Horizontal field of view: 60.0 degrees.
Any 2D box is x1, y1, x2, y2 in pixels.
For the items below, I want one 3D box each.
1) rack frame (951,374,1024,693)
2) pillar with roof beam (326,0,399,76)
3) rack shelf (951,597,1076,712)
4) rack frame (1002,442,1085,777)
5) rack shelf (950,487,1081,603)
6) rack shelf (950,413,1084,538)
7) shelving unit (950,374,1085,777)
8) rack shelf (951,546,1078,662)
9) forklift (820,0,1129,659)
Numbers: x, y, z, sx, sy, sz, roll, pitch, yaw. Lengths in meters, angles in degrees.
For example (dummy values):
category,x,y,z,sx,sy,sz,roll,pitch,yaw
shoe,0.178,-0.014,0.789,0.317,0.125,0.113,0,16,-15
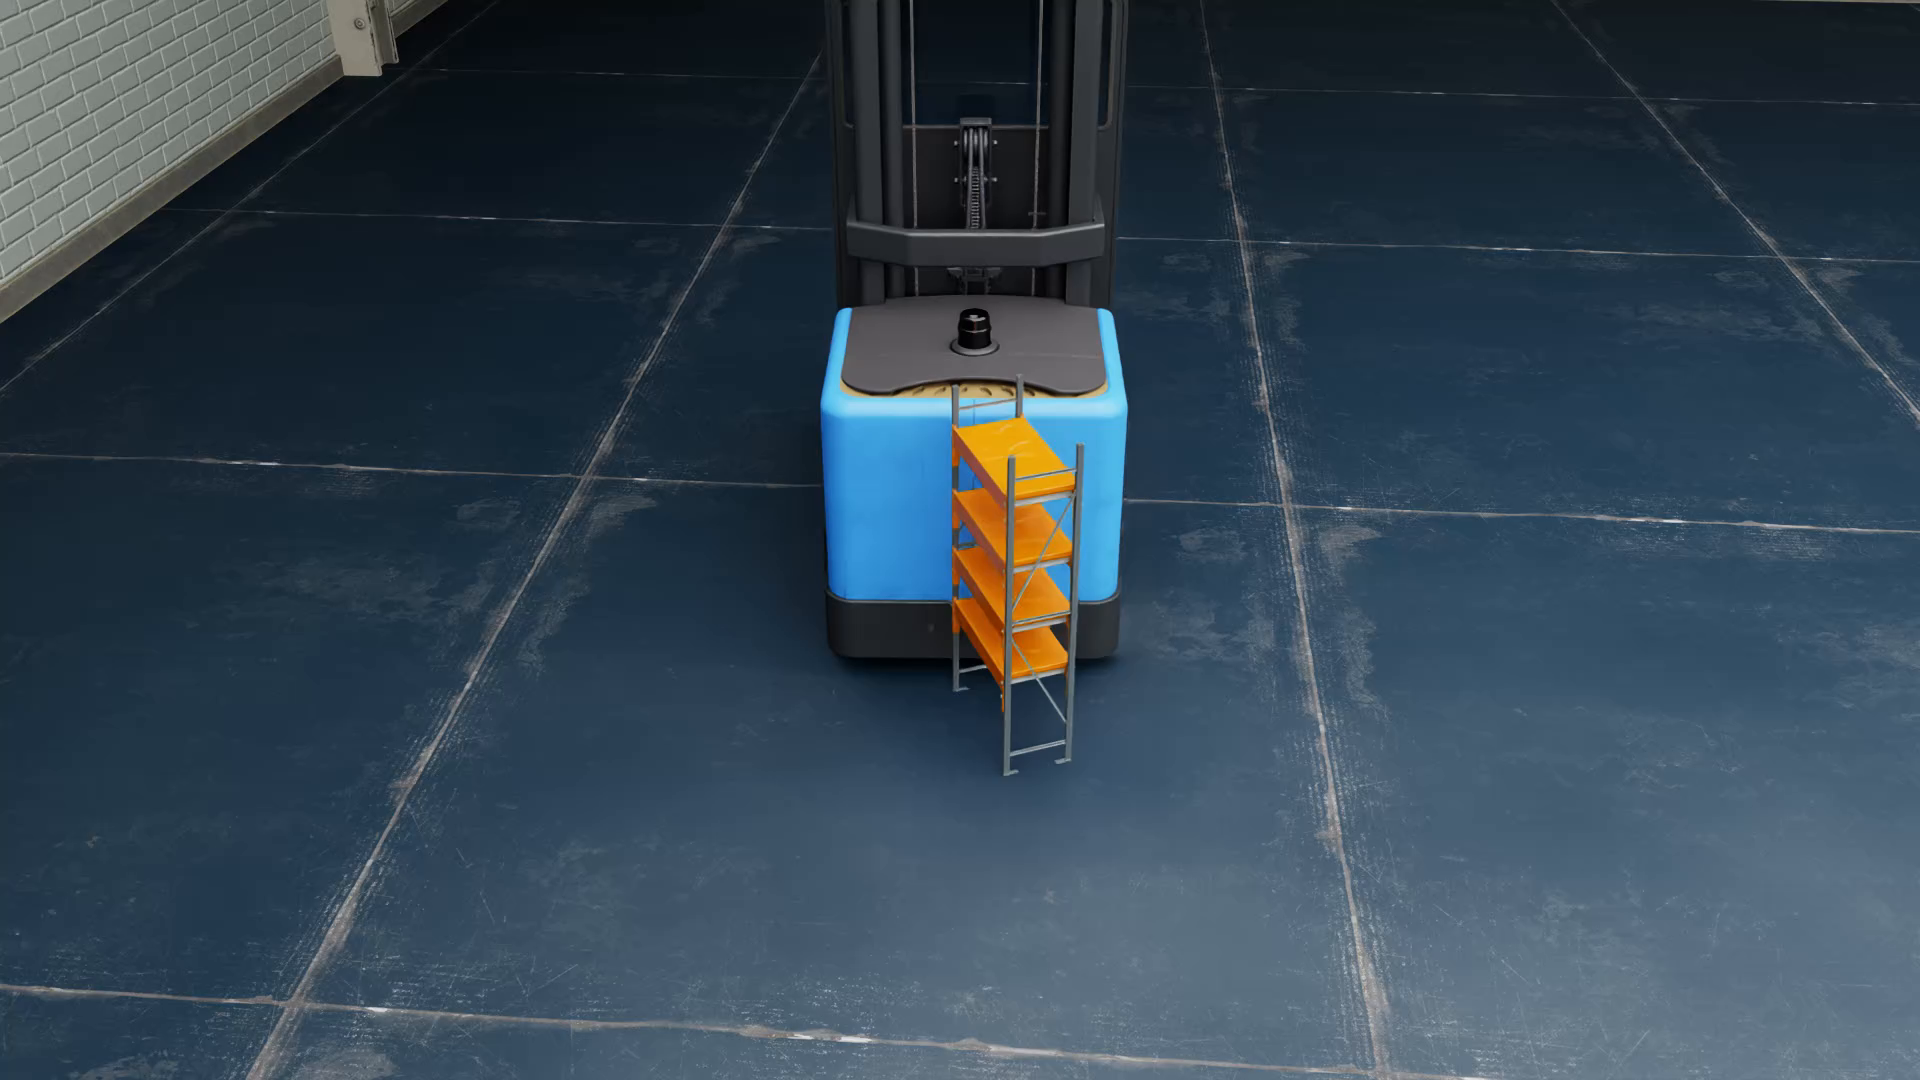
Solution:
category,x,y,z,sx,sy,sz,roll,pitch,yaw
rack frame,0.088,0.005,5.599,0.240,1.200,0.015,-11,33,-17
pillar with roof beam,-0.150,-7.198,9.853,9.100,9.000,0.400,2,32,4
rack shelf,0.171,0.351,5.543,0.258,0.148,0.480,-11,33,-17
rack frame,0.254,0.246,5.208,0.240,1.200,0.015,-11,33,-17
rack shelf,0.171,-0.008,5.321,0.258,0.148,0.480,-11,33,-17
rack shelf,0.171,-0.209,5.197,0.258,0.148,0.480,-11,33,-17
shelving unit,0.171,0.125,5.403,0.258,1.200,0.503,-11,33,-17
rack shelf,0.171,0.182,5.439,0.258,0.148,0.480,-11,33,-17
forklift,0.062,-1.558,6.485,1.130,2.935,3.031,0,32,1
